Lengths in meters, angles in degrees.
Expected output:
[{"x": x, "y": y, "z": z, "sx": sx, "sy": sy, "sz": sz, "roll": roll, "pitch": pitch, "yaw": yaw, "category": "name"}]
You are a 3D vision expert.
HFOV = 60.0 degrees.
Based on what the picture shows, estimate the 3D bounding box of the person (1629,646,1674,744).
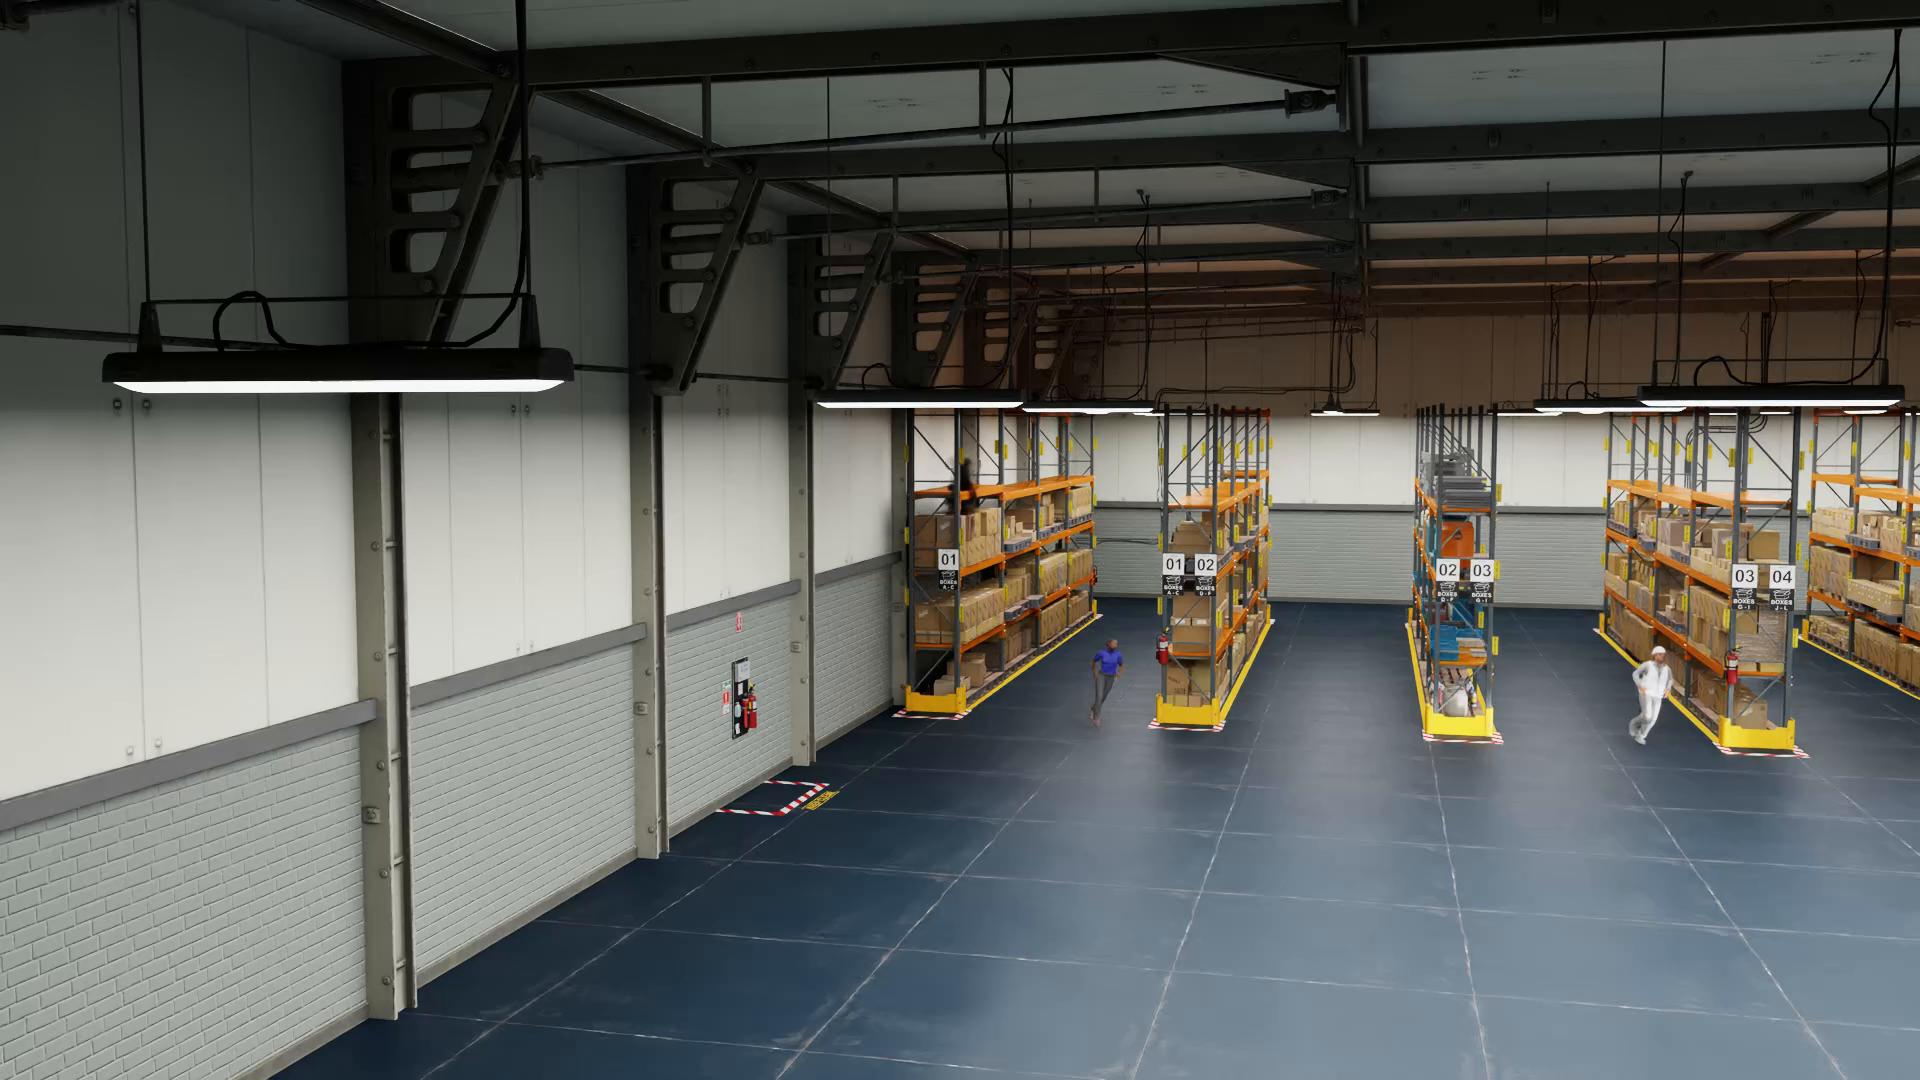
[{"x": 12.291, "y": 2.739, "z": 29.468, "sx": 0.677, "sy": 1.735, "sz": 0.555, "roll": -1, "pitch": 4, "yaw": -9, "category": "person"}]

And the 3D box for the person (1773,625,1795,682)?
[{"x": 17.775, "y": 2.291, "z": 36.039, "sx": 0.623, "sy": 1.616, "sz": 0.603, "roll": 2, "pitch": 5, "yaw": 23, "category": "person"}]

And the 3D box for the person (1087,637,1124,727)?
[{"x": 2.748, "y": 2.639, "z": 31.409, "sx": 0.694, "sy": 1.620, "sz": 0.833, "roll": -1, "pitch": 4, "yaw": -17, "category": "person"}]
